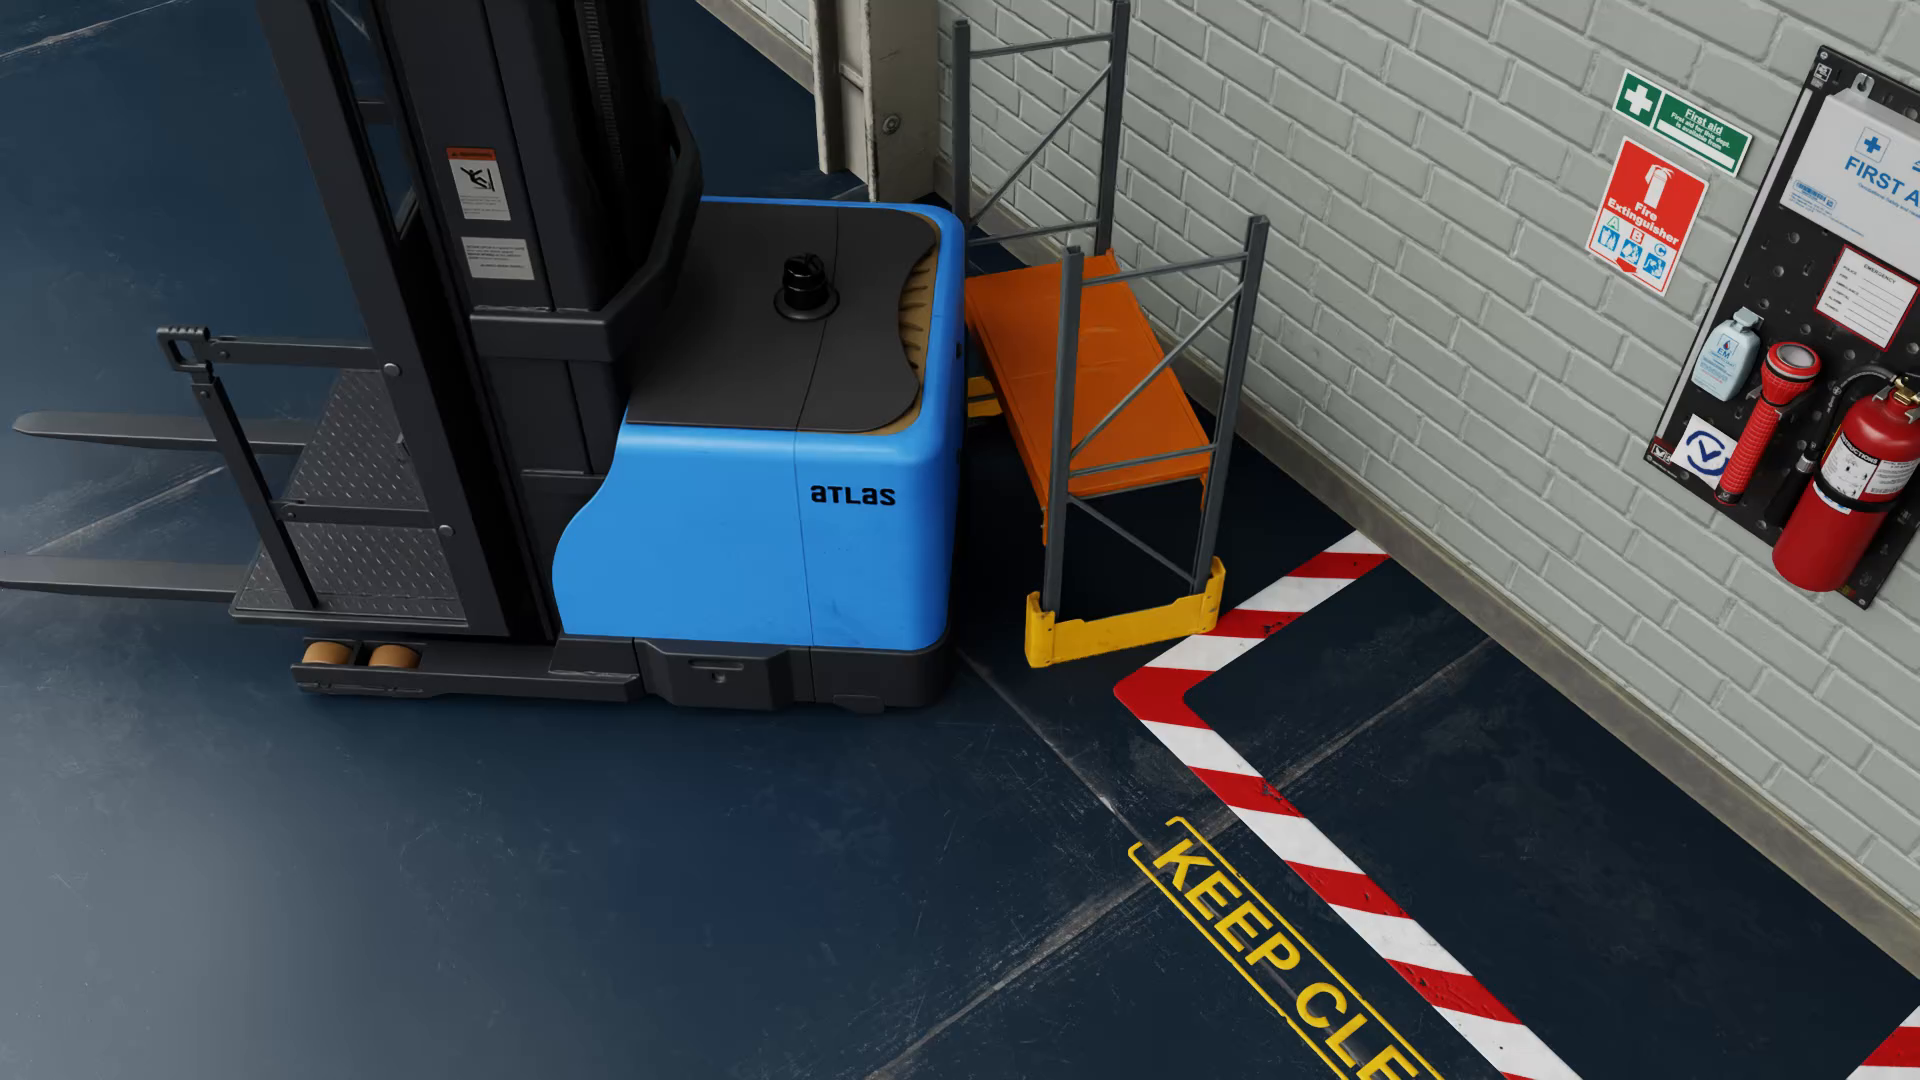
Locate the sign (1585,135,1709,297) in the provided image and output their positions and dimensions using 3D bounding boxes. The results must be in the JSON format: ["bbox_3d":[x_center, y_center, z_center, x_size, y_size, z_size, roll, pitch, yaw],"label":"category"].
[{"bbox_3d":[1.598,-0.753,3.884,0.001,0.329,0.234,-29,54,-24],"label":"sign"}]

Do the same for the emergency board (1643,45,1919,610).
[{"bbox_3d":[1.851,-0.369,3.560,0.194,1.169,0.643,-29,54,-24],"label":"emergency board"}]

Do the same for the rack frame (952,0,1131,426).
[{"bbox_3d":[0.224,-0.936,5.086,0.500,1.500,0.032,-11,49,-10],"label":"rack frame"}]

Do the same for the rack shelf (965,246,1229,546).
[{"bbox_3d":[0.353,-0.451,4.889,0.538,0.185,1.000,-11,49,-10],"label":"rack shelf"}]

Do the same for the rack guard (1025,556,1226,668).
[{"bbox_3d":[0.482,0.212,4.889,0.587,0.250,0.087,-11,49,-10],"label":"rack guard"}]

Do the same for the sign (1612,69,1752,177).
[{"bbox_3d":[1.594,-0.925,3.682,0.001,0.109,0.331,-29,54,-24],"label":"sign"}]

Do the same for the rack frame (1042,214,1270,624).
[{"bbox_3d":[0.483,-0.207,4.426,0.500,1.500,0.032,-11,49,-10],"label":"rack frame"}]

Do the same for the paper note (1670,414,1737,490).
[{"bbox_3d":[1.799,-0.209,4.009,0.016,0.148,0.142,-29,54,-24],"label":"paper note"}]

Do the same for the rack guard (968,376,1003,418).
[{"bbox_3d":[0.229,-0.502,5.536,0.587,0.250,0.087,-11,49,-10],"label":"rack guard"}]

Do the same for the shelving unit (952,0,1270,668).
[{"bbox_3d":[0.356,-0.565,4.750,0.587,1.500,1.083,-11,49,-10],"label":"shelving unit"}]

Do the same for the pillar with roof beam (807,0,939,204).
[{"bbox_3d":[-3.742,-2.517,1.458,9.100,9.000,0.400,-29,54,-24],"label":"pillar with roof beam"}]

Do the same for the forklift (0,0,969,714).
[{"bbox_3d":[-1.512,-0.915,4.101,3.031,2.935,1.130,3,48,2],"label":"forklift"}]
